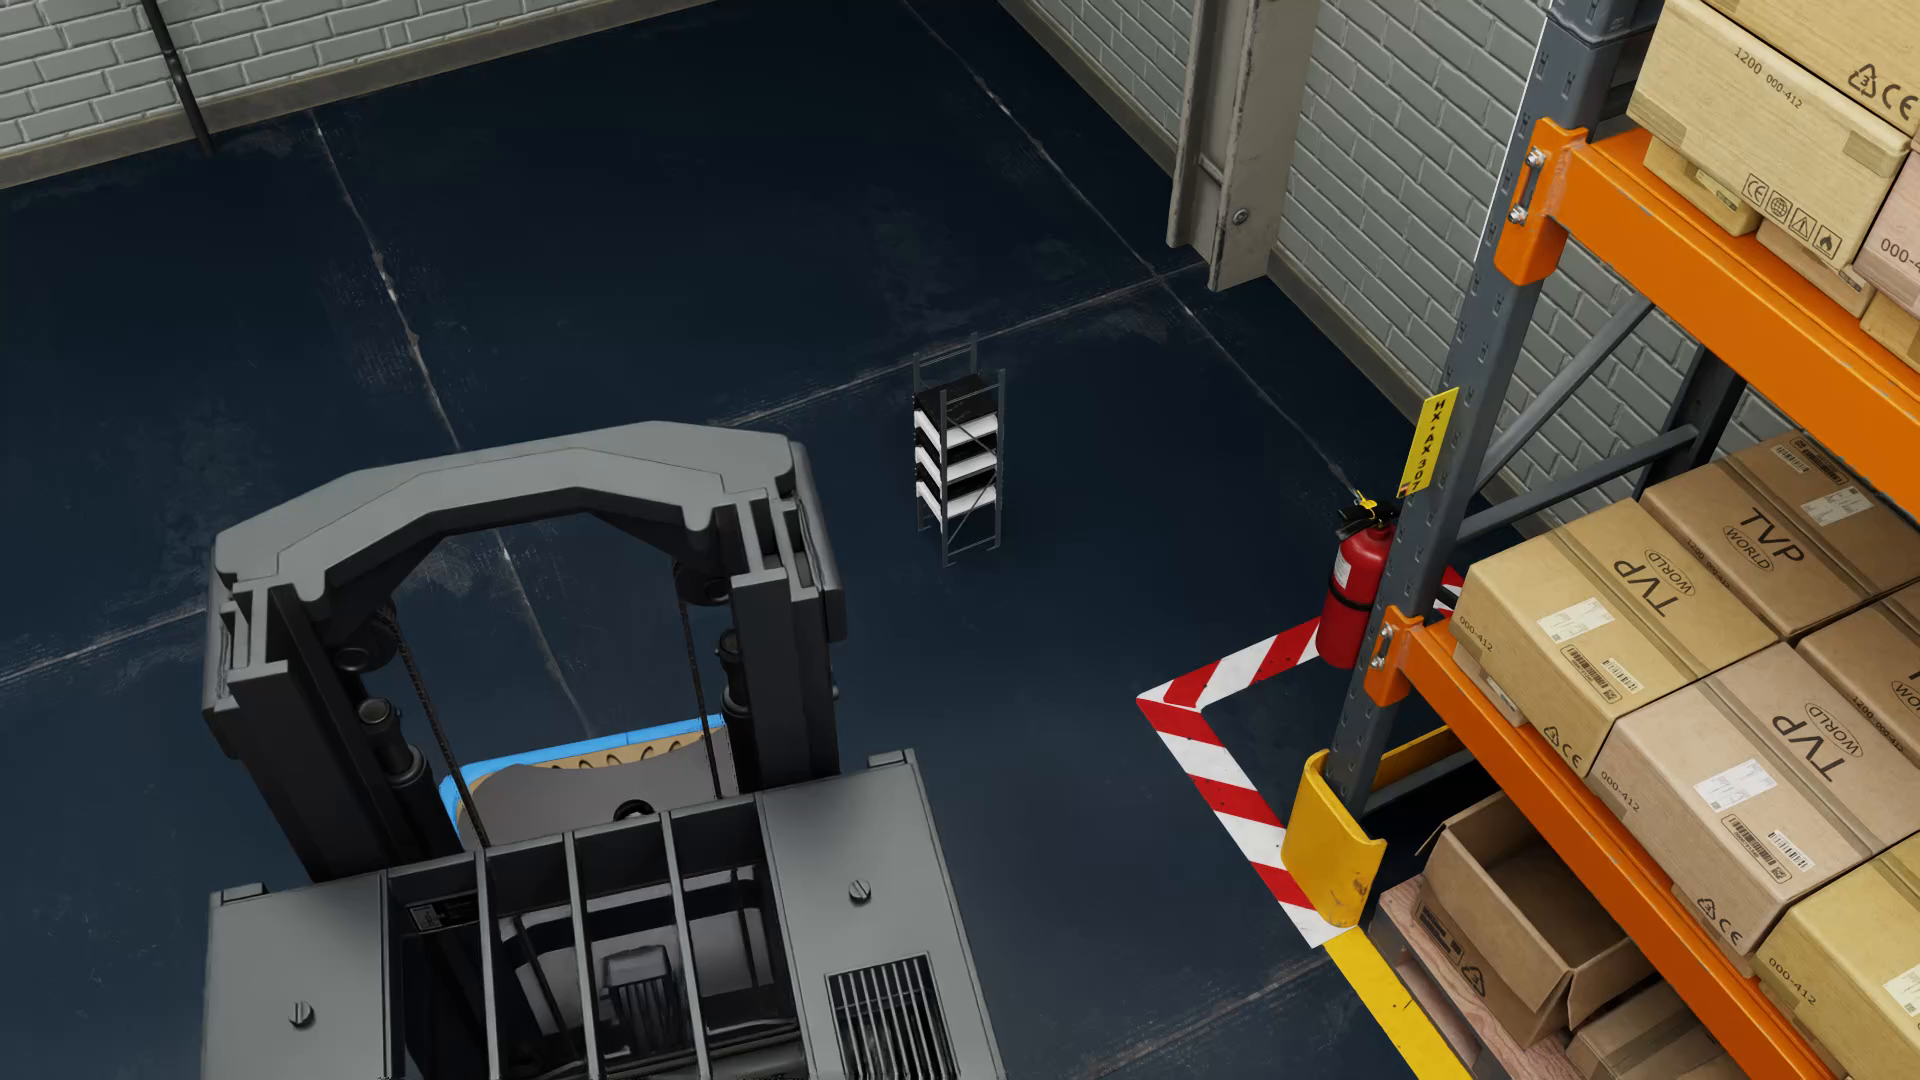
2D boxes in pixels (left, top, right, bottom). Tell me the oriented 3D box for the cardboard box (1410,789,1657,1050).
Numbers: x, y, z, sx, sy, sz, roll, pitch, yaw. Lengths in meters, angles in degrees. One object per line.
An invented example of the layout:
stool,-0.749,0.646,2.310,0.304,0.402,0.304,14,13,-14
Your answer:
cardboard box,1.770,1.000,4.762,0.797,0.503,0.637,-23,53,-19

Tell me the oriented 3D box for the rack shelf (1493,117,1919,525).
rack shelf,2.489,0.462,2.338,1.077,0.370,4.000,-21,52,-18

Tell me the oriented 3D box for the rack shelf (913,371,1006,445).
rack shelf,-0.004,-0.458,5.738,0.258,0.077,0.200,-21,52,-18

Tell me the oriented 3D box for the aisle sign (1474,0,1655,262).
aisle sign,1.282,-0.926,3.340,0.394,0.787,0.004,-21,52,-18

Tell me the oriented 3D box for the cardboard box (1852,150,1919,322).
cardboard box,1.785,-0.438,2.549,0.500,0.250,0.500,-20,52,-17

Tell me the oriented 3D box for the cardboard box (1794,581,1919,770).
cardboard box,2.255,0.388,3.820,0.500,0.250,0.500,-21,52,-17

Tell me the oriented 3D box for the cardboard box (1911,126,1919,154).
cardboard box,1.770,-0.596,2.356,0.500,0.250,0.500,-22,52,-18

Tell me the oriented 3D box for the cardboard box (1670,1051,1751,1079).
cardboard box,2.126,1.586,4.251,0.700,0.500,0.500,-19,52,-16

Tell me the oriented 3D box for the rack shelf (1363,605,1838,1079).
rack shelf,2.489,1.450,3.467,1.077,0.370,4.000,-21,52,-18

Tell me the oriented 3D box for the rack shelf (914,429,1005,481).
rack shelf,-0.004,-0.339,5.873,0.258,0.077,0.200,-21,52,-18

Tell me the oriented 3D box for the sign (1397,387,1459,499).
sign,1.092,-0.224,3.878,0.100,0.325,0.005,-21,52,-18

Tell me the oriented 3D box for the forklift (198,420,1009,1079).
forklift,-0.522,1.327,3.142,1.130,2.935,3.031,-11,50,-9

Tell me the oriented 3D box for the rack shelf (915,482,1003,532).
rack shelf,-0.004,-0.161,6.077,0.258,0.077,0.200,-21,52,-18

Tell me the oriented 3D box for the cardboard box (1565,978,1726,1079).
cardboard box,1.929,1.414,4.635,0.380,0.149,0.250,-23,53,-19

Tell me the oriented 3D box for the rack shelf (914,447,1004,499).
rack shelf,-0.004,-0.280,5.941,0.258,0.077,0.200,-21,52,-18

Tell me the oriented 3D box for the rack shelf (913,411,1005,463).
rack shelf,-0.004,-0.398,5.806,0.258,0.077,0.200,-21,52,-18

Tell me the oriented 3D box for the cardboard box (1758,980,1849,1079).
cardboard box,1.977,0.956,3.588,0.380,0.149,0.250,-20,52,-17

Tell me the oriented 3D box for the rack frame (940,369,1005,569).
rack frame,0.043,-0.234,5.857,0.240,0.900,0.006,-21,52,-18

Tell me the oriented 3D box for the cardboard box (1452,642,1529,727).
cardboard box,1.480,0.271,4.187,0.380,0.149,0.250,-22,52,-18

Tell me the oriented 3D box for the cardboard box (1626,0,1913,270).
cardboard box,1.534,-0.771,2.841,0.500,0.250,0.500,-22,52,-18

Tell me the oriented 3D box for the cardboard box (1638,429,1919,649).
cardboard box,2.020,0.042,4.123,0.500,0.250,0.500,-20,52,-16

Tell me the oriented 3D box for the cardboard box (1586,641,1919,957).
cardboard box,1.773,0.559,3.670,0.500,0.250,0.500,-21,52,-17

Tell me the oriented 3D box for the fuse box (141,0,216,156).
fuse box,-3.504,-2.381,7.196,0.539,1.711,0.414,-21,52,-18

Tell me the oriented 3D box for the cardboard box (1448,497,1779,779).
cardboard box,1.542,0.222,3.965,0.500,0.250,0.500,-21,52,-17

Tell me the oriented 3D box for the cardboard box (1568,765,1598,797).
cardboard box,1.638,0.426,4.052,0.380,0.149,0.250,-20,52,-17

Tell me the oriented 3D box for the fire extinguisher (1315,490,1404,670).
fire extinguisher,1.096,0.083,4.484,0.296,0.674,0.183,-21,52,-18

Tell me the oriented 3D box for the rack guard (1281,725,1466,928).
rack guard,1.609,0.748,5.264,1.175,0.500,0.348,-21,52,-18

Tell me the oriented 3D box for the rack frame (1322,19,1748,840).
rack frame,1.574,-0.126,4.367,1.000,3.000,0.127,-21,52,-18

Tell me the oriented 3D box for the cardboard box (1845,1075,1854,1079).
cardboard box,2.026,1.151,3.418,0.380,0.149,0.250,-23,53,-19

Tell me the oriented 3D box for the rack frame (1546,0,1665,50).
rack frame,1.574,-2.101,2.109,1.000,3.000,0.127,-21,52,-18

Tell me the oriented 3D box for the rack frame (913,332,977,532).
rack frame,-0.050,-0.370,5.976,0.240,0.900,0.006,-21,52,-18

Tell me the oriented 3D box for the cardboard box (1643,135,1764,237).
cardboard box,1.513,-0.737,3.076,0.380,0.149,0.250,-20,52,-17

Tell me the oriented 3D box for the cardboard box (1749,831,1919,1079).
cardboard box,2.008,0.897,3.374,0.500,0.250,0.500,-22,52,-18

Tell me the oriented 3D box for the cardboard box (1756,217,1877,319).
cardboard box,1.656,-0.571,2.931,0.380,0.149,0.250,-20,52,-17

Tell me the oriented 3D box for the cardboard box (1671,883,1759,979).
cardboard box,1.850,0.780,3.742,0.380,0.149,0.250,-20,52,-16

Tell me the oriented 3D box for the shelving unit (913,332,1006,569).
shelving unit,-0.004,-0.302,5.916,0.258,0.900,0.210,-21,52,-18

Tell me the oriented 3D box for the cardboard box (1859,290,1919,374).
cardboard box,1.759,-0.393,2.775,0.380,0.149,0.250,-21,52,-17

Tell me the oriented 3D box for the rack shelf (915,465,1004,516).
rack shelf,-0.004,-0.220,6.009,0.258,0.077,0.200,-21,52,-18

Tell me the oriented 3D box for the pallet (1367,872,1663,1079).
pallet,1.974,1.376,4.906,1.003,0.211,1.213,-21,52,-18

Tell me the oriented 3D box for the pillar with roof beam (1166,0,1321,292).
pillar with roof beam,-2.686,-2.733,2.662,9.100,9.000,0.400,-21,52,-18

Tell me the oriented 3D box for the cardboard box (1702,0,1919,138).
cardboard box,1.554,-0.943,2.659,0.500,0.250,0.500,-22,52,-18
